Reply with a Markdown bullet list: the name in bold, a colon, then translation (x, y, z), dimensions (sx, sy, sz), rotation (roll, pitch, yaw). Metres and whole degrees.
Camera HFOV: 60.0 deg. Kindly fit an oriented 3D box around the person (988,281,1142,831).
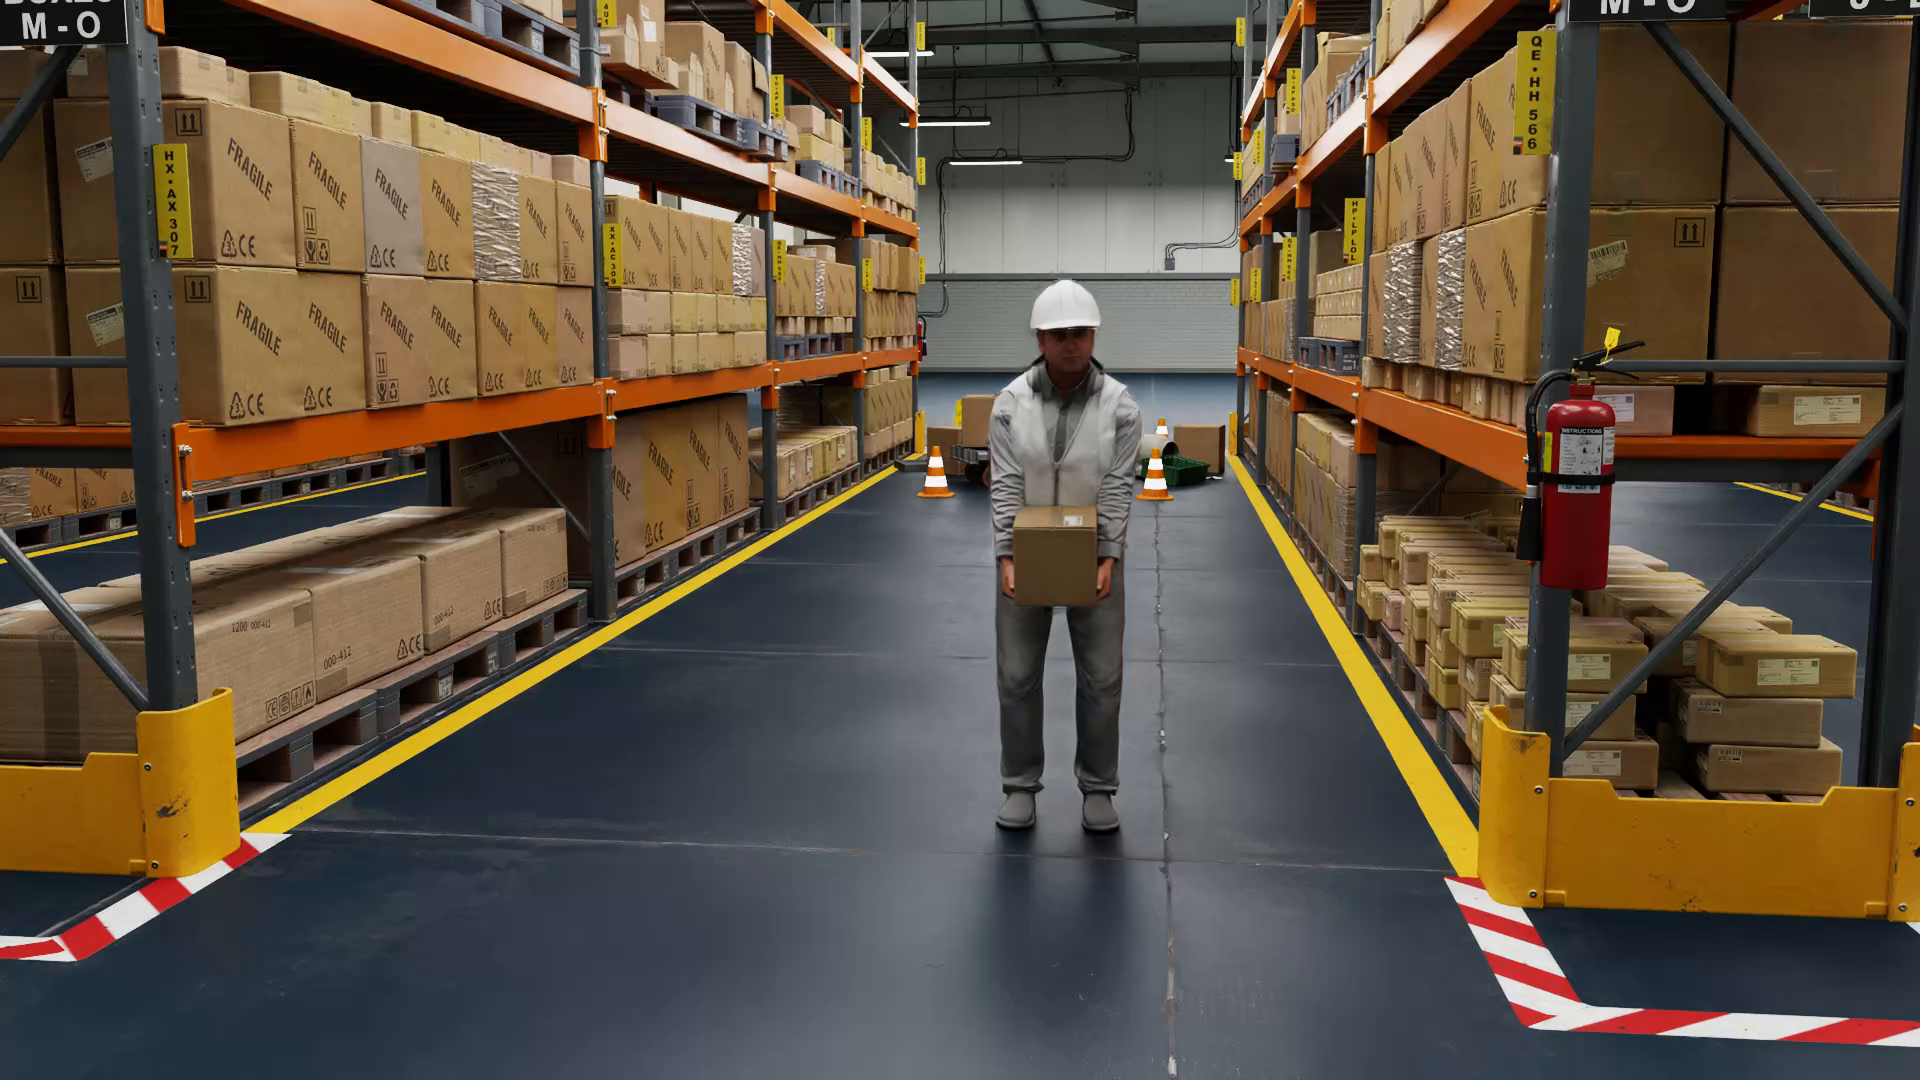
- **person**: translation (0.332, 0.063, 5.301), dimensions (0.484, 1.756, 0.583), rotation (1, 8, 5)
